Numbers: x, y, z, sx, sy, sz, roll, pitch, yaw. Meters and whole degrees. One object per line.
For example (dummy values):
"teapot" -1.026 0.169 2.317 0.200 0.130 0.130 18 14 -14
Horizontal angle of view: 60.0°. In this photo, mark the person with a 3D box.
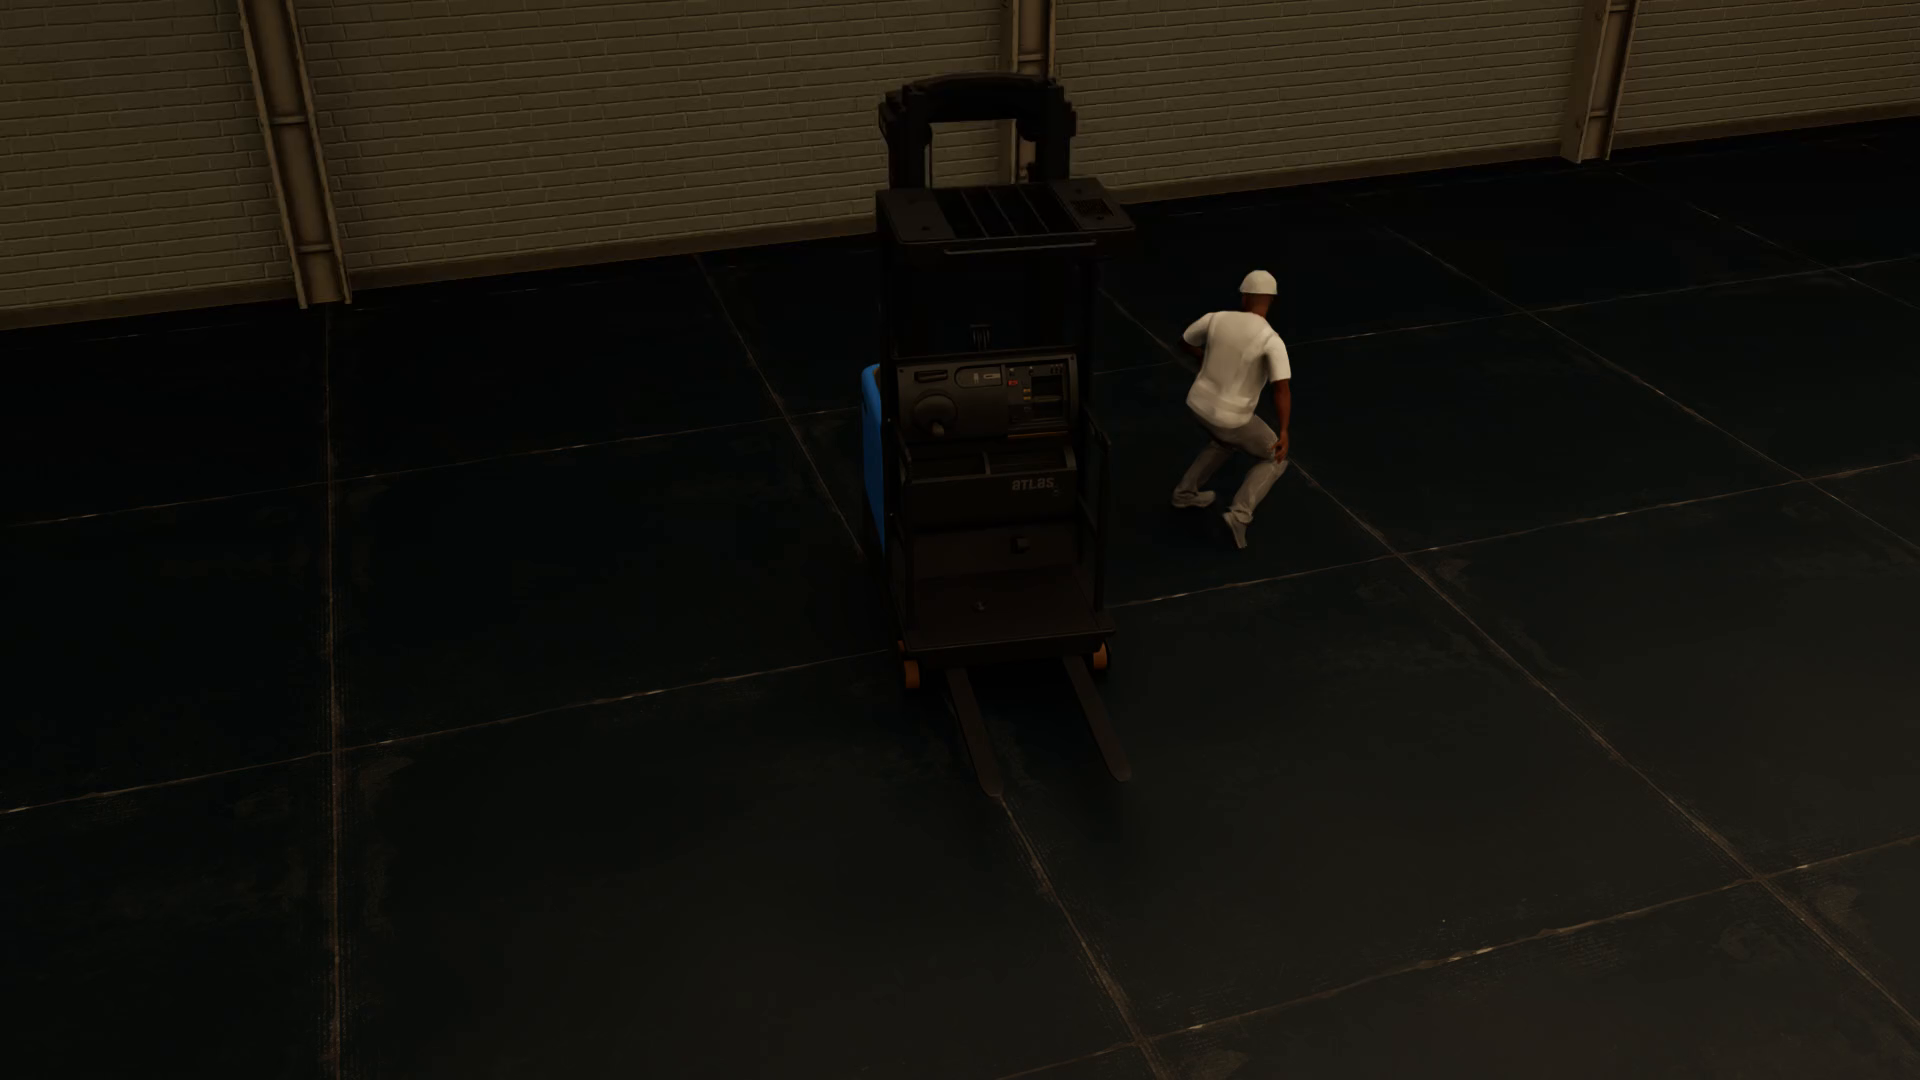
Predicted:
"person" 1.655 -0.754 9.816 0.508 1.651 1.049 -19 35 -29

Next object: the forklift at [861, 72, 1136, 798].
"forklift" 0.185 -0.683 8.274 1.130 2.935 3.031 -5 30 -9
